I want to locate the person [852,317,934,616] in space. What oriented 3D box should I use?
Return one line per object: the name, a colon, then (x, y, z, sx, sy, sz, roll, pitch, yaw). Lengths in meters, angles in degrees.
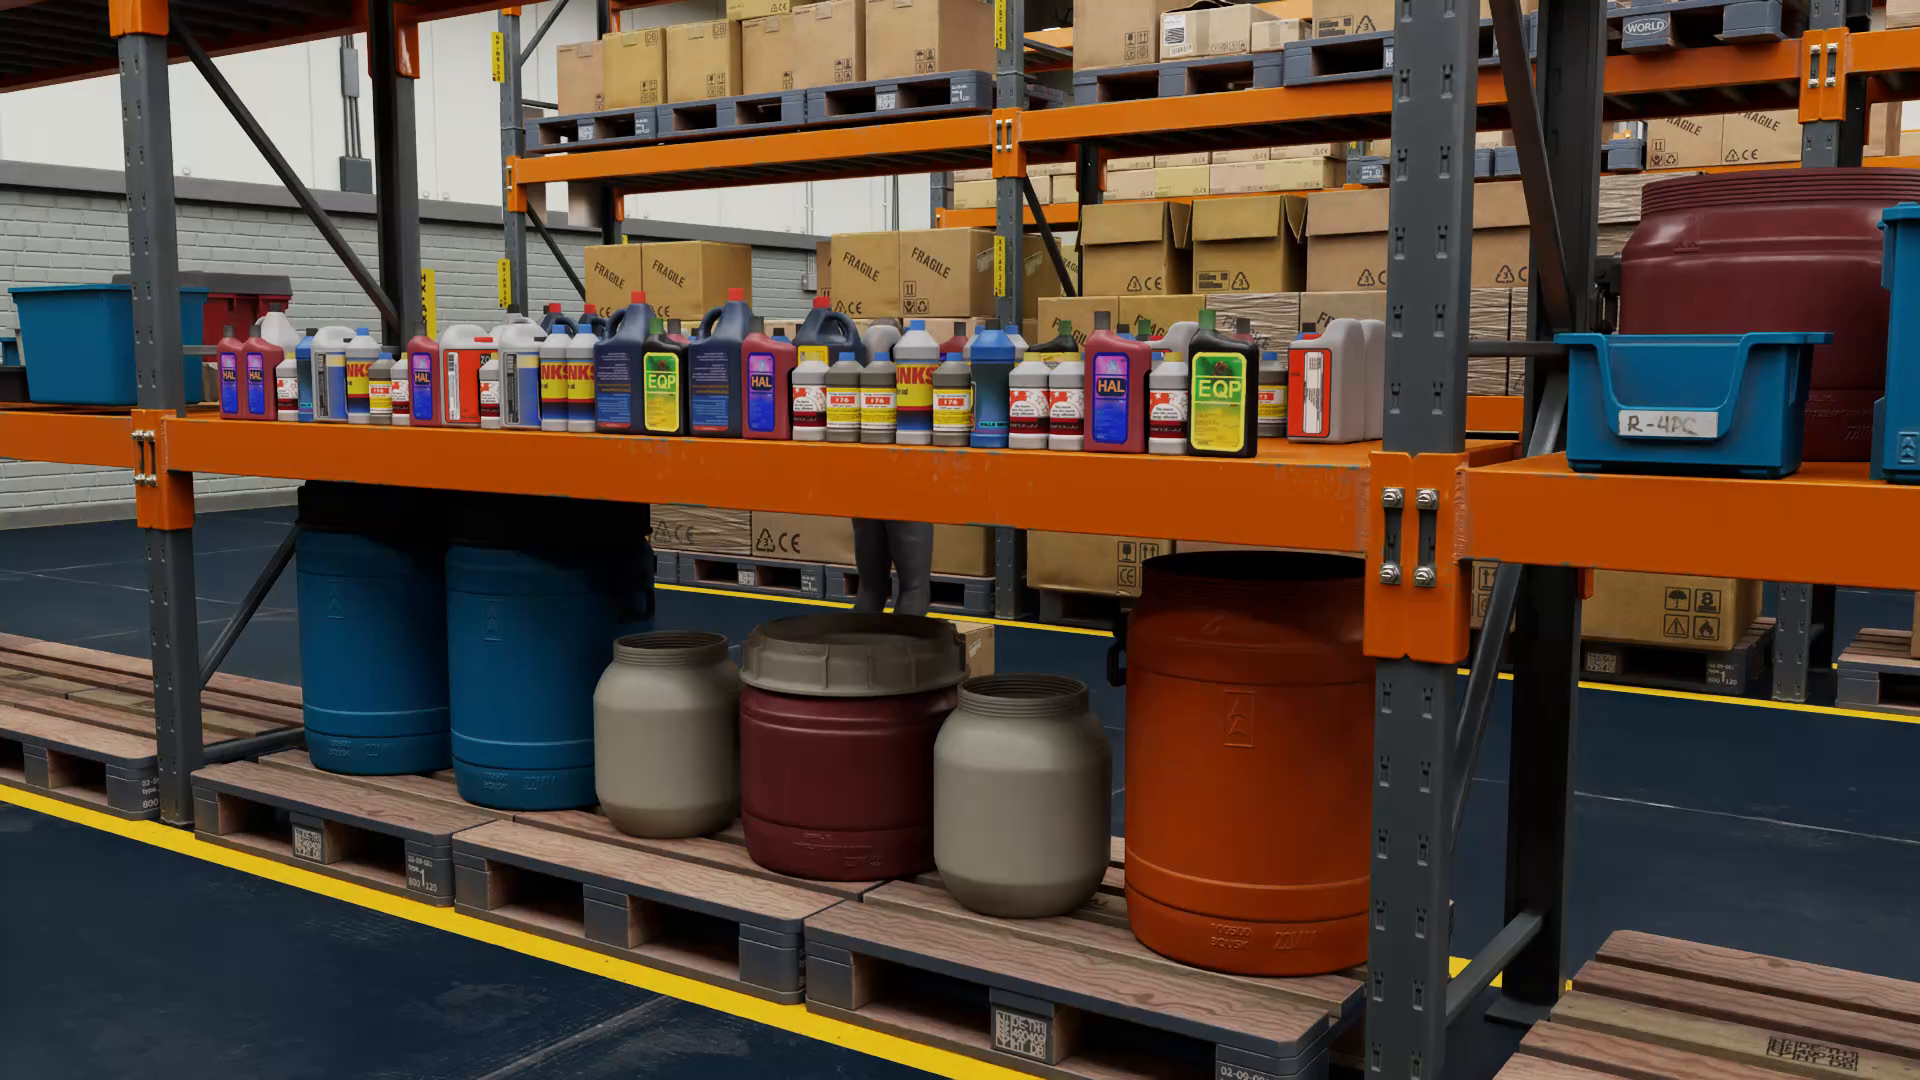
person: (-0.303, -0.129, 7.194, 0.435, 1.658, 0.305, 5, 8, 35)
